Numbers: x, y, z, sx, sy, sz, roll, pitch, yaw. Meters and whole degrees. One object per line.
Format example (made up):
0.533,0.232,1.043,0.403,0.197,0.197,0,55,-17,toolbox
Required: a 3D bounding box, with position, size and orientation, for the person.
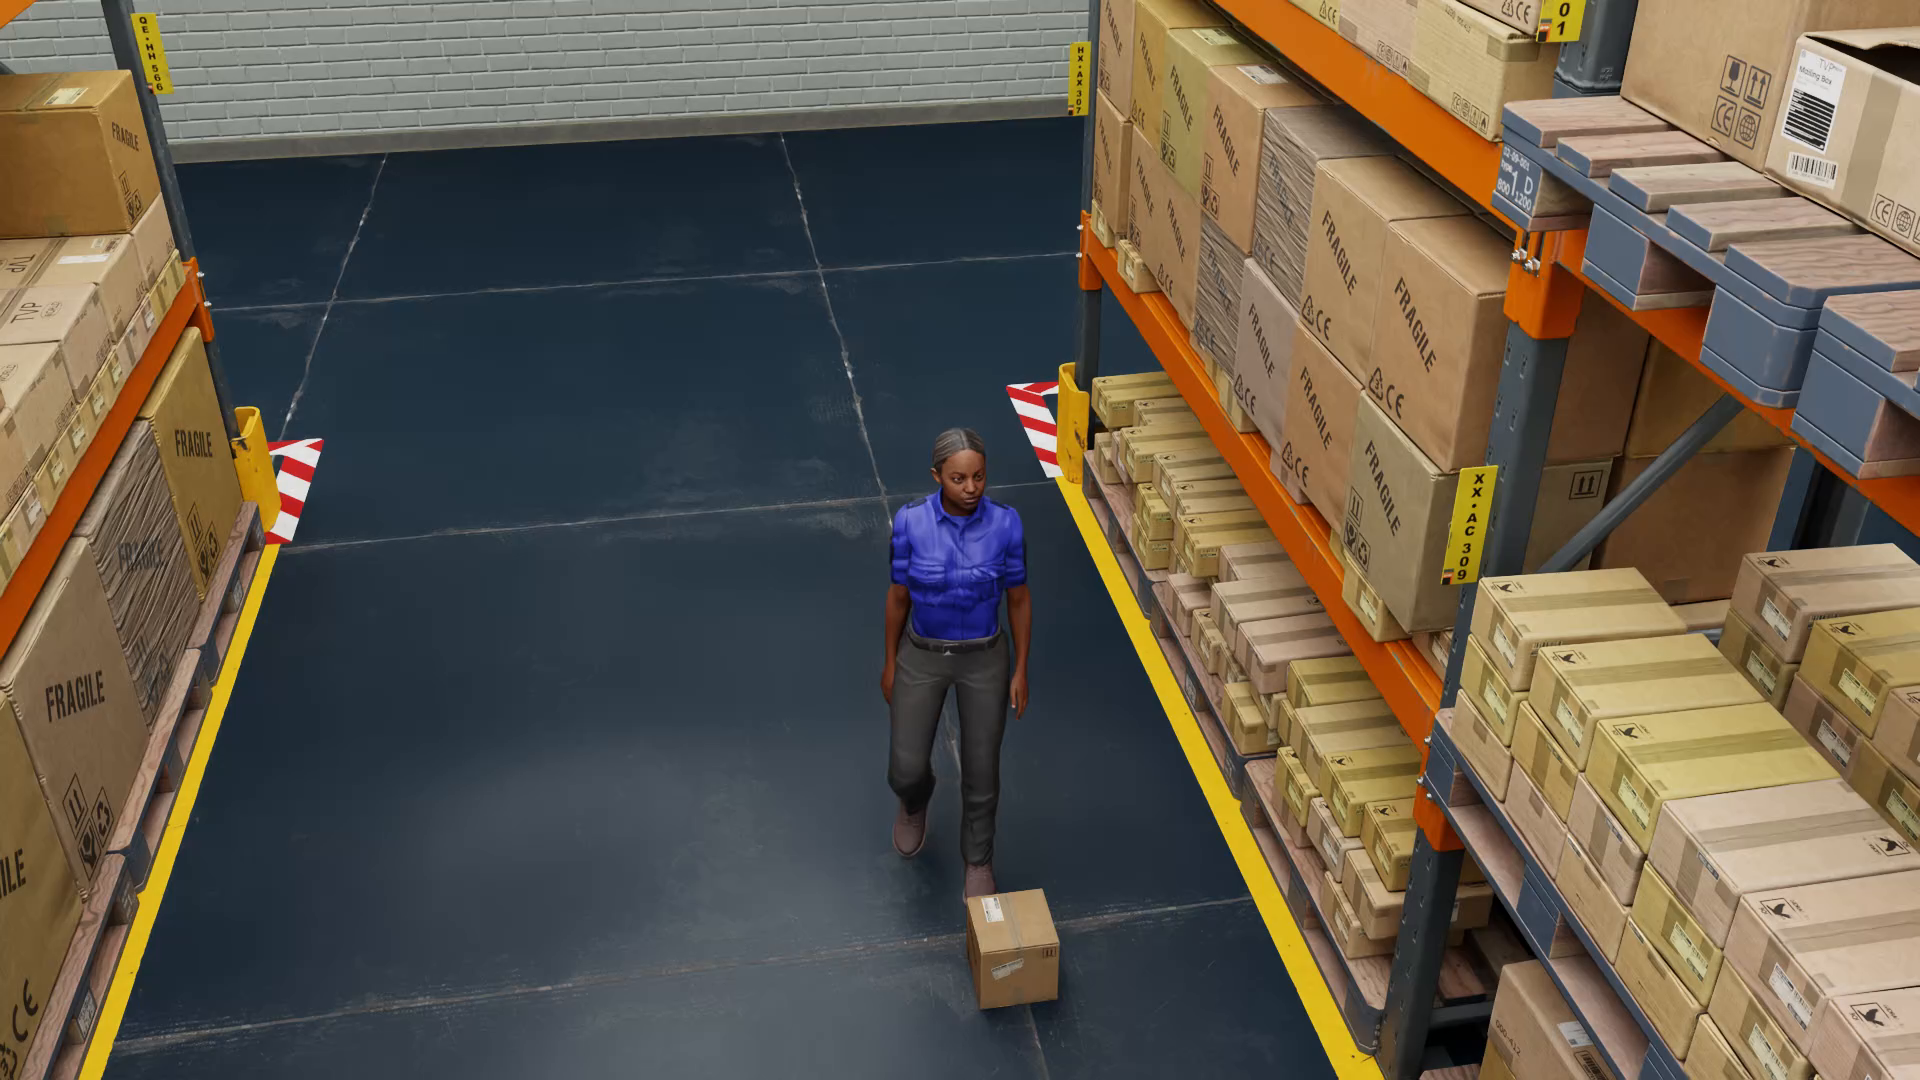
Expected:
-0.018,0.425,5.378,0.479,1.658,0.508,-2,31,-3,person
